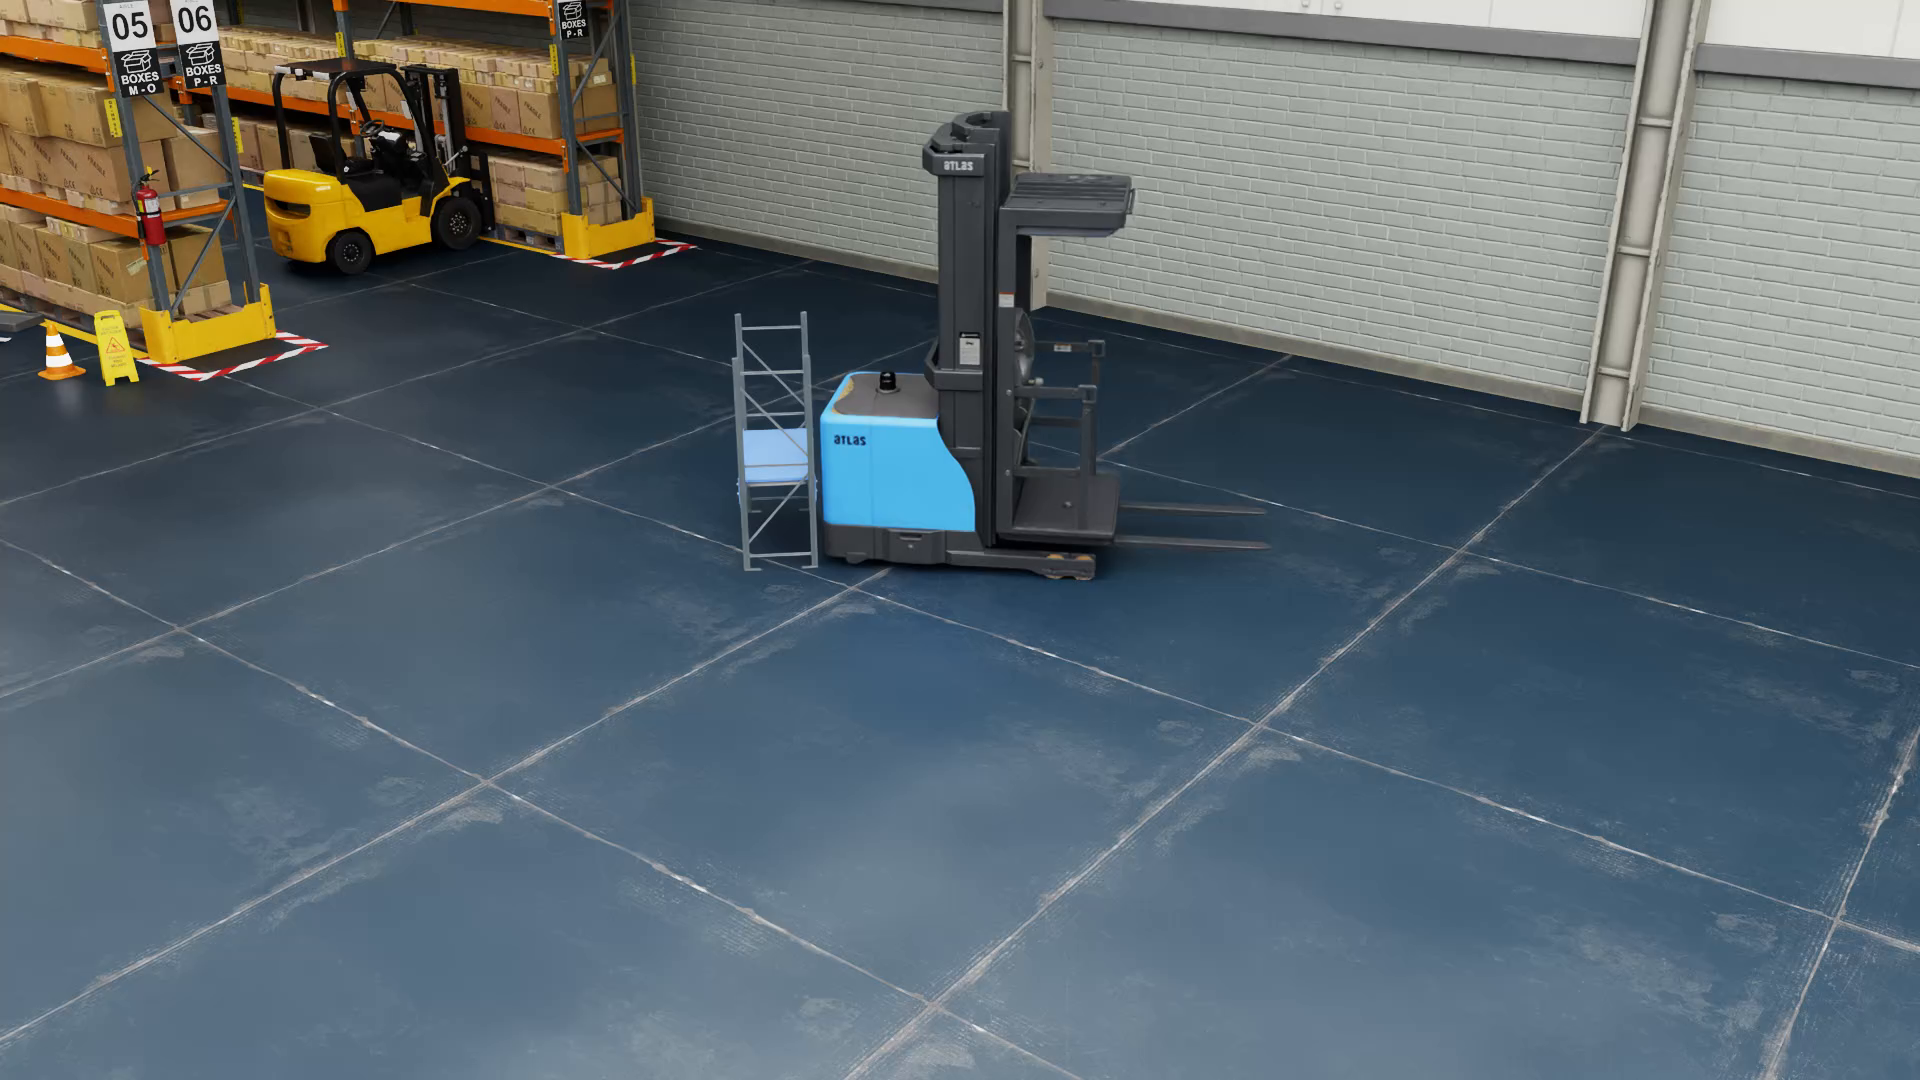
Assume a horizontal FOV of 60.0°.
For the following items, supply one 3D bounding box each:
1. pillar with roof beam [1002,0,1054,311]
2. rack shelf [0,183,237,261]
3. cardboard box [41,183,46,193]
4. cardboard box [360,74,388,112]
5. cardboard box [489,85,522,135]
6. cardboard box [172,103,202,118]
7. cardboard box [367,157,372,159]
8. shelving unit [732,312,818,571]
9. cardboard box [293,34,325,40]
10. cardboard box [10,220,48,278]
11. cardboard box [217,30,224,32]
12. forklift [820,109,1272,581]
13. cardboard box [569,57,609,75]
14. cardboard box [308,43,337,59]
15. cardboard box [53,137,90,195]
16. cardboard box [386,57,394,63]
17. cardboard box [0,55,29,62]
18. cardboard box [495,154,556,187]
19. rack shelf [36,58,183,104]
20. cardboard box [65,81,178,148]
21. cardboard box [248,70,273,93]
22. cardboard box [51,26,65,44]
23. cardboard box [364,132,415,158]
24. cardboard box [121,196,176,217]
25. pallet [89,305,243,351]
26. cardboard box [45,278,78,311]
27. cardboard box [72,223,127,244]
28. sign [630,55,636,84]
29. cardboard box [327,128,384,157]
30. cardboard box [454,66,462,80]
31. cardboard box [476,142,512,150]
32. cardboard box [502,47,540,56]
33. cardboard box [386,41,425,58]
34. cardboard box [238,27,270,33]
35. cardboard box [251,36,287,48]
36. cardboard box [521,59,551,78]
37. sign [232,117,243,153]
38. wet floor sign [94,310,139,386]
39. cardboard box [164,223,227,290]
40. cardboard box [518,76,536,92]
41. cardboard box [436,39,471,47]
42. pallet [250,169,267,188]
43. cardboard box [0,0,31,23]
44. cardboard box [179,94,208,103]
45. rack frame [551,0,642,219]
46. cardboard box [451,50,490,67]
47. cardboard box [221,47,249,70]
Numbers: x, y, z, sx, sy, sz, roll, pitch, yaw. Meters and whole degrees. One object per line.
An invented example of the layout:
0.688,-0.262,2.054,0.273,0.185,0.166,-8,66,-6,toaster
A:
-1.917,-5.175,12.335,0.400,9.000,9.100,17,29,33,pillar with roof beam
-8.694,-3.363,16.554,4.000,0.370,1.077,17,29,33,rack shelf
-8.733,-3.491,16.263,0.250,0.149,0.380,17,29,33,cardboard box
-7.122,-5.632,20.688,0.500,0.500,0.500,16,28,32,cardboard box
-5.081,-5.019,19.297,0.500,0.500,0.500,18,29,35,cardboard box
-11.069,-6.128,23.713,0.250,0.149,0.380,15,28,31,cardboard box
-7.119,-4.724,21.020,0.500,0.250,0.500,17,29,33,cardboard box
-1.269,-0.695,11.467,0.538,1.500,1.048,-2,24,-6,shelving unit
-8.665,-6.658,22.213,0.250,0.149,0.380,17,29,34,cardboard box
-9.135,-2.971,16.732,0.500,0.500,0.500,19,30,36,cardboard box
-10.229,-6.851,22.651,0.250,0.149,0.380,18,29,34,cardboard box
0.616,-1.294,11.053,3.031,2.935,1.130,3,24,7,forklift
-4.261,-5.439,19.078,0.250,0.149,0.380,16,28,32,cardboard box
-8.109,-6.264,21.318,0.250,0.149,0.380,17,29,33,cardboard box
-8.091,-3.555,15.605,0.500,0.500,0.500,17,29,33,cardboard box
-6.790,-5.842,20.361,0.250,0.149,0.380,17,29,33,cardboard box
-9.677,-4.508,16.528,0.500,0.500,0.700,17,29,34,cardboard box
-5.088,-4.334,19.516,0.500,0.250,0.500,17,29,34,cardboard box
-12.122,-6.899,24.581,4.000,0.370,1.077,17,29,33,rack shelf
-7.634,-3.901,15.150,0.500,0.500,0.700,16,28,32,cardboard box
-9.083,-6.119,22.103,0.500,0.250,0.500,18,29,35,cardboard box
-7.958,-4.587,15.031,0.250,0.149,0.380,18,29,35,cardboard box
-7.122,-4.951,20.916,0.500,0.250,0.500,16,29,33,cardboard box
-7.522,-3.115,15.410,0.250,0.149,0.380,18,29,35,cardboard box
-7.784,-2.158,16.387,1.213,0.211,1.003,17,29,33,pallet
-8.734,-2.503,16.601,0.500,0.250,0.500,16,28,31,cardboard box
-8.226,-2.959,15.900,0.250,0.149,0.380,18,29,35,cardboard box
-3.782,-5.421,19.160,0.005,0.325,0.100,17,29,33,sign
-7.745,-5.006,21.815,0.625,0.625,0.875,18,30,36,cardboard box
-5.752,-5.538,19.671,0.250,0.149,0.380,17,29,33,cardboard box
-5.593,-4.749,20.458,0.500,0.250,0.500,16,28,32,cardboard box
-5.236,-5.788,19.870,0.250,0.149,0.380,16,28,32,cardboard box
-6.771,-5.991,20.329,0.250,0.149,0.380,16,29,32,cardboard box
-9.693,-6.965,22.909,0.250,0.149,0.380,17,29,33,cardboard box
-9.138,-6.575,22.024,0.250,0.149,0.380,17,29,33,cardboard box
-4.749,-5.357,18.892,0.250,0.149,0.380,17,29,33,cardboard box
-6.769,-3.779,15.534,0.005,0.325,0.100,17,29,33,sign
-7.584,-1.740,14.898,0.267,0.644,0.232,-15,28,-30,wet floor sign
-7.593,-2.775,16.287,0.500,0.500,0.500,16,28,32,cardboard box
-4.788,-5.199,18.900,0.250,0.149,0.380,17,29,34,cardboard box
-6.251,-6.103,20.583,0.250,0.149,0.380,16,28,32,cardboard box
-8.914,-4.962,22.750,1.213,0.211,1.003,17,29,33,pallet
-8.485,-4.931,15.318,0.500,0.250,0.500,18,29,35,cardboard box
-11.196,-6.424,24.385,0.250,0.149,0.380,17,29,34,cardboard box
-4.120,-4.811,18.948,0.127,3.000,1.000,17,29,33,rack frame
-5.764,-5.677,19.617,0.250,0.149,0.380,17,29,34,cardboard box
-9.505,-6.465,22.269,0.500,0.250,0.500,16,28,32,cardboard box
